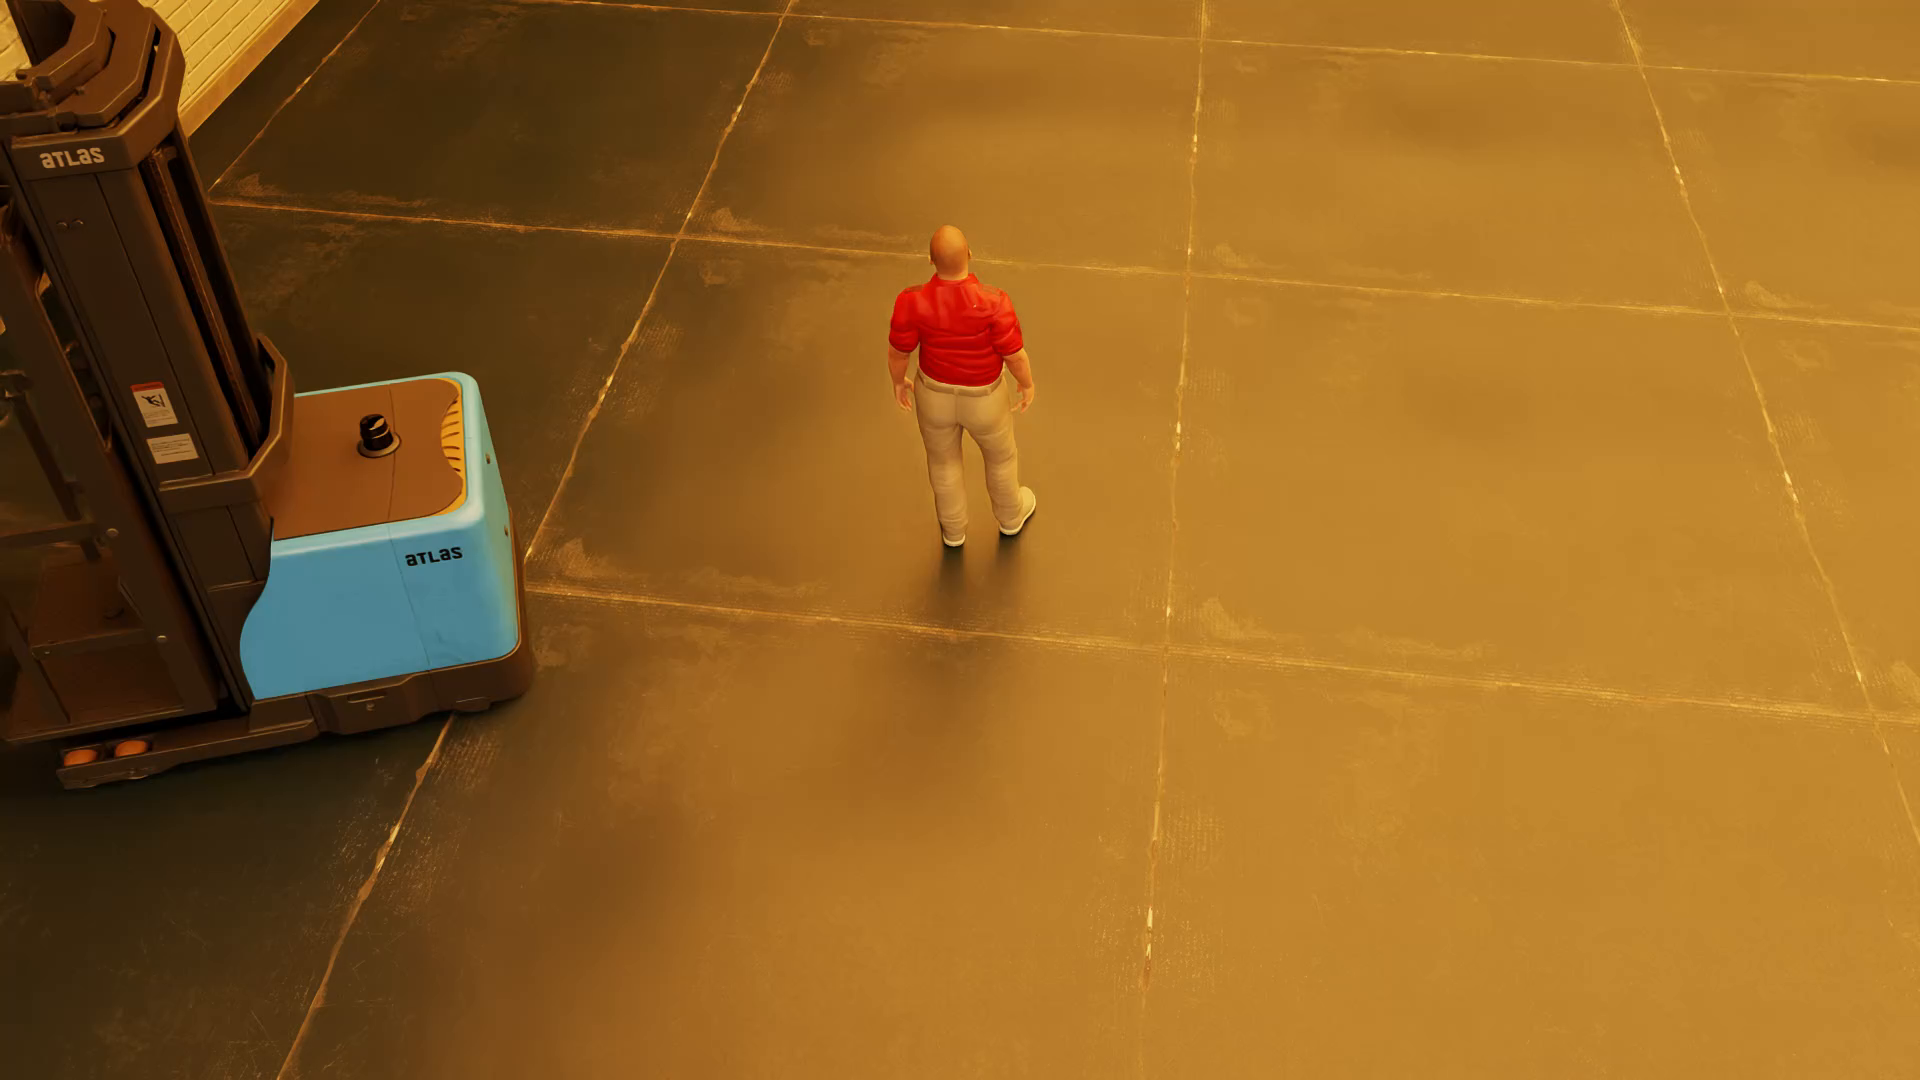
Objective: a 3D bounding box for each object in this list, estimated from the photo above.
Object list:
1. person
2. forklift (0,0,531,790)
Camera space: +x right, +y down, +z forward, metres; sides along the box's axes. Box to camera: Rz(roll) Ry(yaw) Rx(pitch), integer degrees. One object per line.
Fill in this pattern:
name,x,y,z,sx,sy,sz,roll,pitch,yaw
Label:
person,0.023,-0.702,7.365,0.641,1.728,0.550,5,43,6
forklift,-3.413,-0.464,6.229,3.031,2.935,1.130,-10,43,-10
